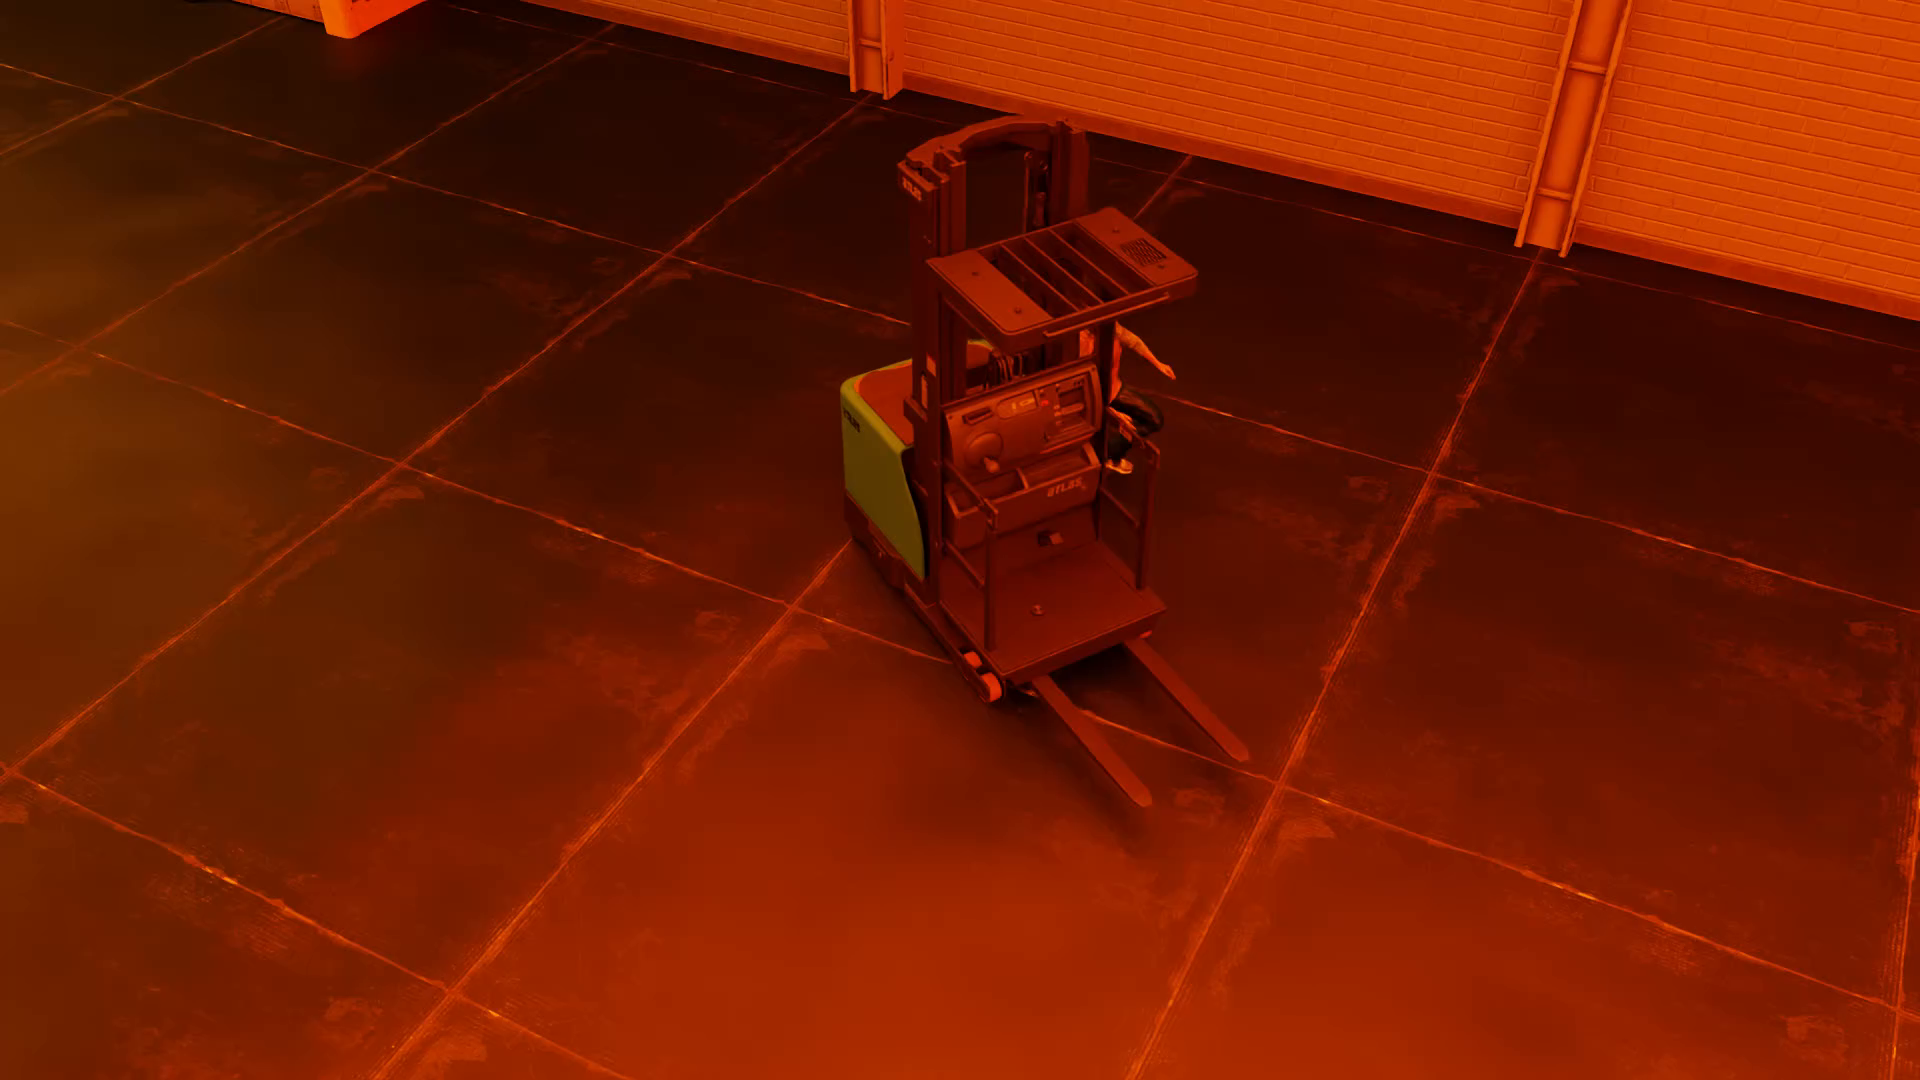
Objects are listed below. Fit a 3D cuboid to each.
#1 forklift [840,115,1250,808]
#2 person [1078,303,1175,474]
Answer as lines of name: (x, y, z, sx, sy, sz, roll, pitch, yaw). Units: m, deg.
forklift: (0.453, -0.563, 8.655, 1.130, 2.935, 3.031, -20, 44, -22)
person: (0.955, -0.817, 10.145, 0.762, 1.424, 0.681, -32, 50, -32)
